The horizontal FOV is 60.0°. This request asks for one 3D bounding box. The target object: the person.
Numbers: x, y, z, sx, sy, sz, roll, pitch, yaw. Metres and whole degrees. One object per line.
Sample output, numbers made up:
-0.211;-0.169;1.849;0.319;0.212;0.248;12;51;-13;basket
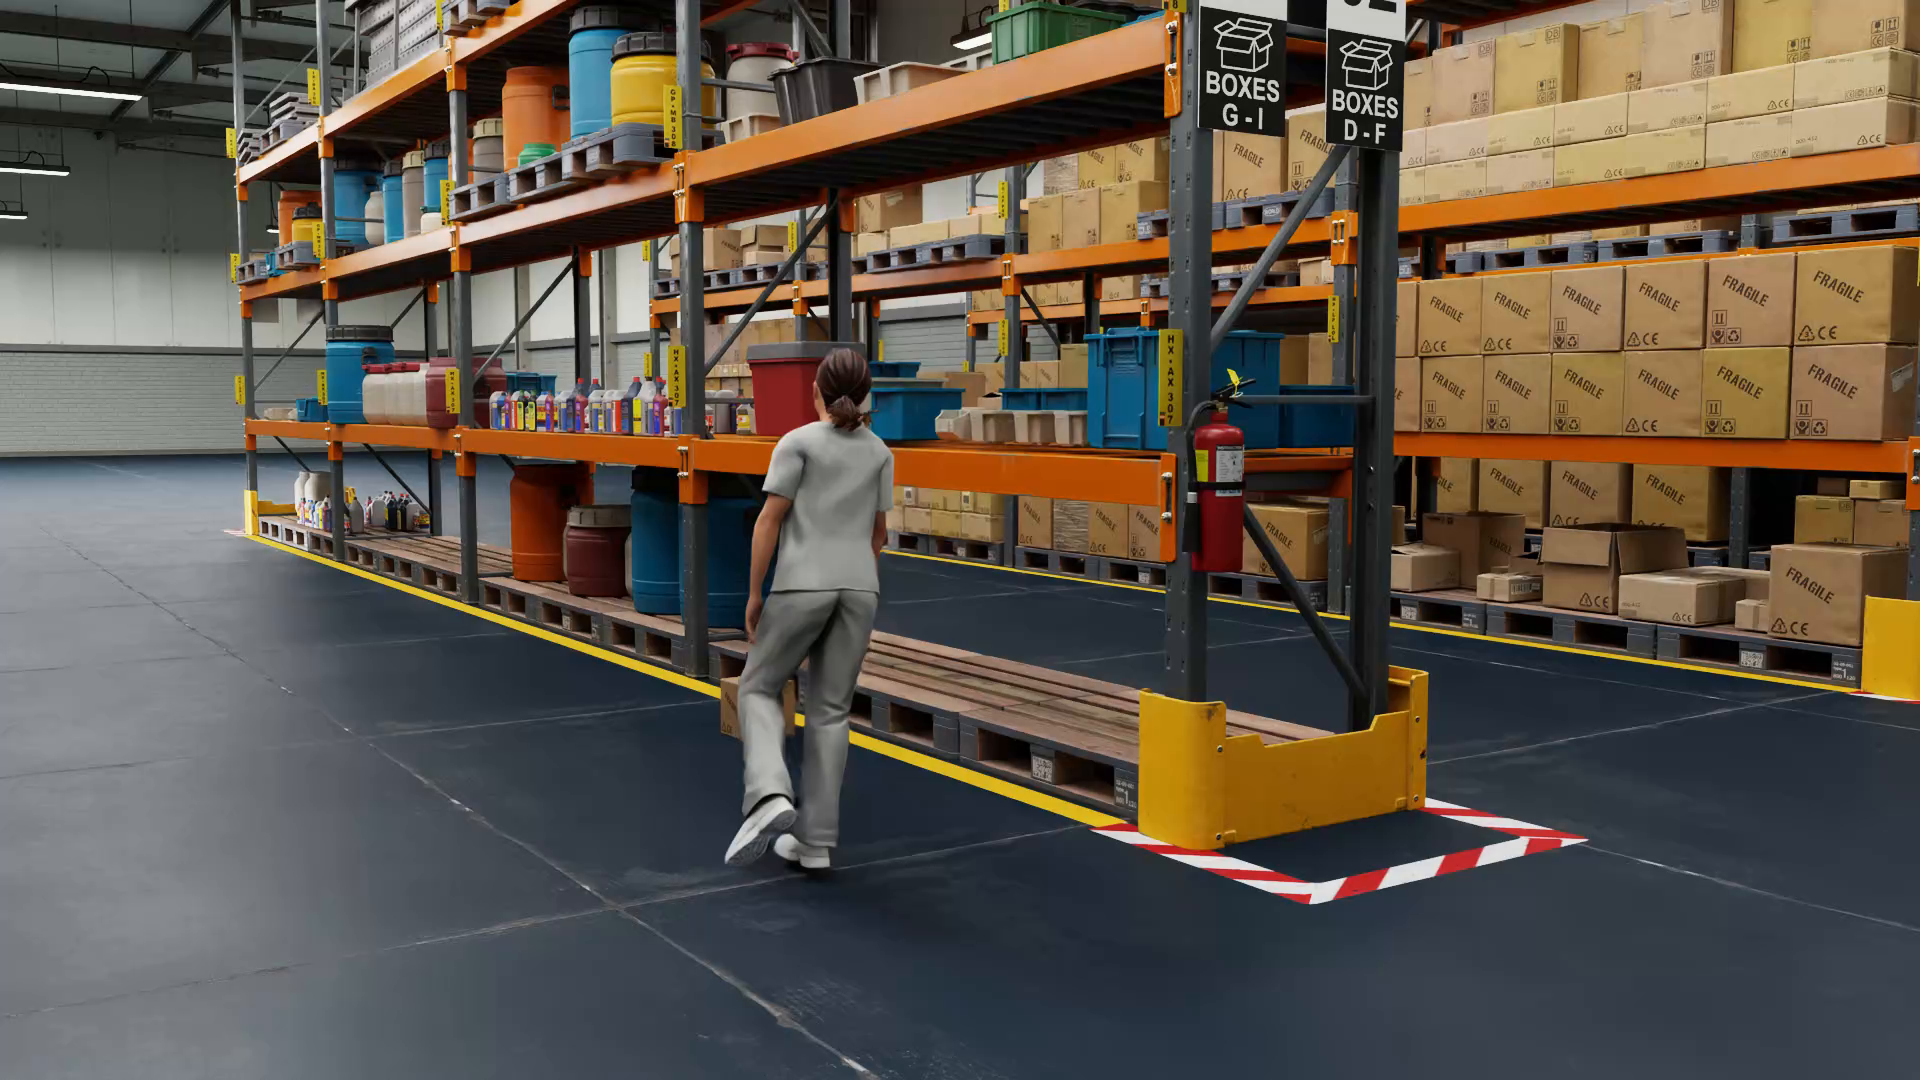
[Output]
-0.482;0.211;5.303;0.616;1.647;0.460;-2;5;-25;person
